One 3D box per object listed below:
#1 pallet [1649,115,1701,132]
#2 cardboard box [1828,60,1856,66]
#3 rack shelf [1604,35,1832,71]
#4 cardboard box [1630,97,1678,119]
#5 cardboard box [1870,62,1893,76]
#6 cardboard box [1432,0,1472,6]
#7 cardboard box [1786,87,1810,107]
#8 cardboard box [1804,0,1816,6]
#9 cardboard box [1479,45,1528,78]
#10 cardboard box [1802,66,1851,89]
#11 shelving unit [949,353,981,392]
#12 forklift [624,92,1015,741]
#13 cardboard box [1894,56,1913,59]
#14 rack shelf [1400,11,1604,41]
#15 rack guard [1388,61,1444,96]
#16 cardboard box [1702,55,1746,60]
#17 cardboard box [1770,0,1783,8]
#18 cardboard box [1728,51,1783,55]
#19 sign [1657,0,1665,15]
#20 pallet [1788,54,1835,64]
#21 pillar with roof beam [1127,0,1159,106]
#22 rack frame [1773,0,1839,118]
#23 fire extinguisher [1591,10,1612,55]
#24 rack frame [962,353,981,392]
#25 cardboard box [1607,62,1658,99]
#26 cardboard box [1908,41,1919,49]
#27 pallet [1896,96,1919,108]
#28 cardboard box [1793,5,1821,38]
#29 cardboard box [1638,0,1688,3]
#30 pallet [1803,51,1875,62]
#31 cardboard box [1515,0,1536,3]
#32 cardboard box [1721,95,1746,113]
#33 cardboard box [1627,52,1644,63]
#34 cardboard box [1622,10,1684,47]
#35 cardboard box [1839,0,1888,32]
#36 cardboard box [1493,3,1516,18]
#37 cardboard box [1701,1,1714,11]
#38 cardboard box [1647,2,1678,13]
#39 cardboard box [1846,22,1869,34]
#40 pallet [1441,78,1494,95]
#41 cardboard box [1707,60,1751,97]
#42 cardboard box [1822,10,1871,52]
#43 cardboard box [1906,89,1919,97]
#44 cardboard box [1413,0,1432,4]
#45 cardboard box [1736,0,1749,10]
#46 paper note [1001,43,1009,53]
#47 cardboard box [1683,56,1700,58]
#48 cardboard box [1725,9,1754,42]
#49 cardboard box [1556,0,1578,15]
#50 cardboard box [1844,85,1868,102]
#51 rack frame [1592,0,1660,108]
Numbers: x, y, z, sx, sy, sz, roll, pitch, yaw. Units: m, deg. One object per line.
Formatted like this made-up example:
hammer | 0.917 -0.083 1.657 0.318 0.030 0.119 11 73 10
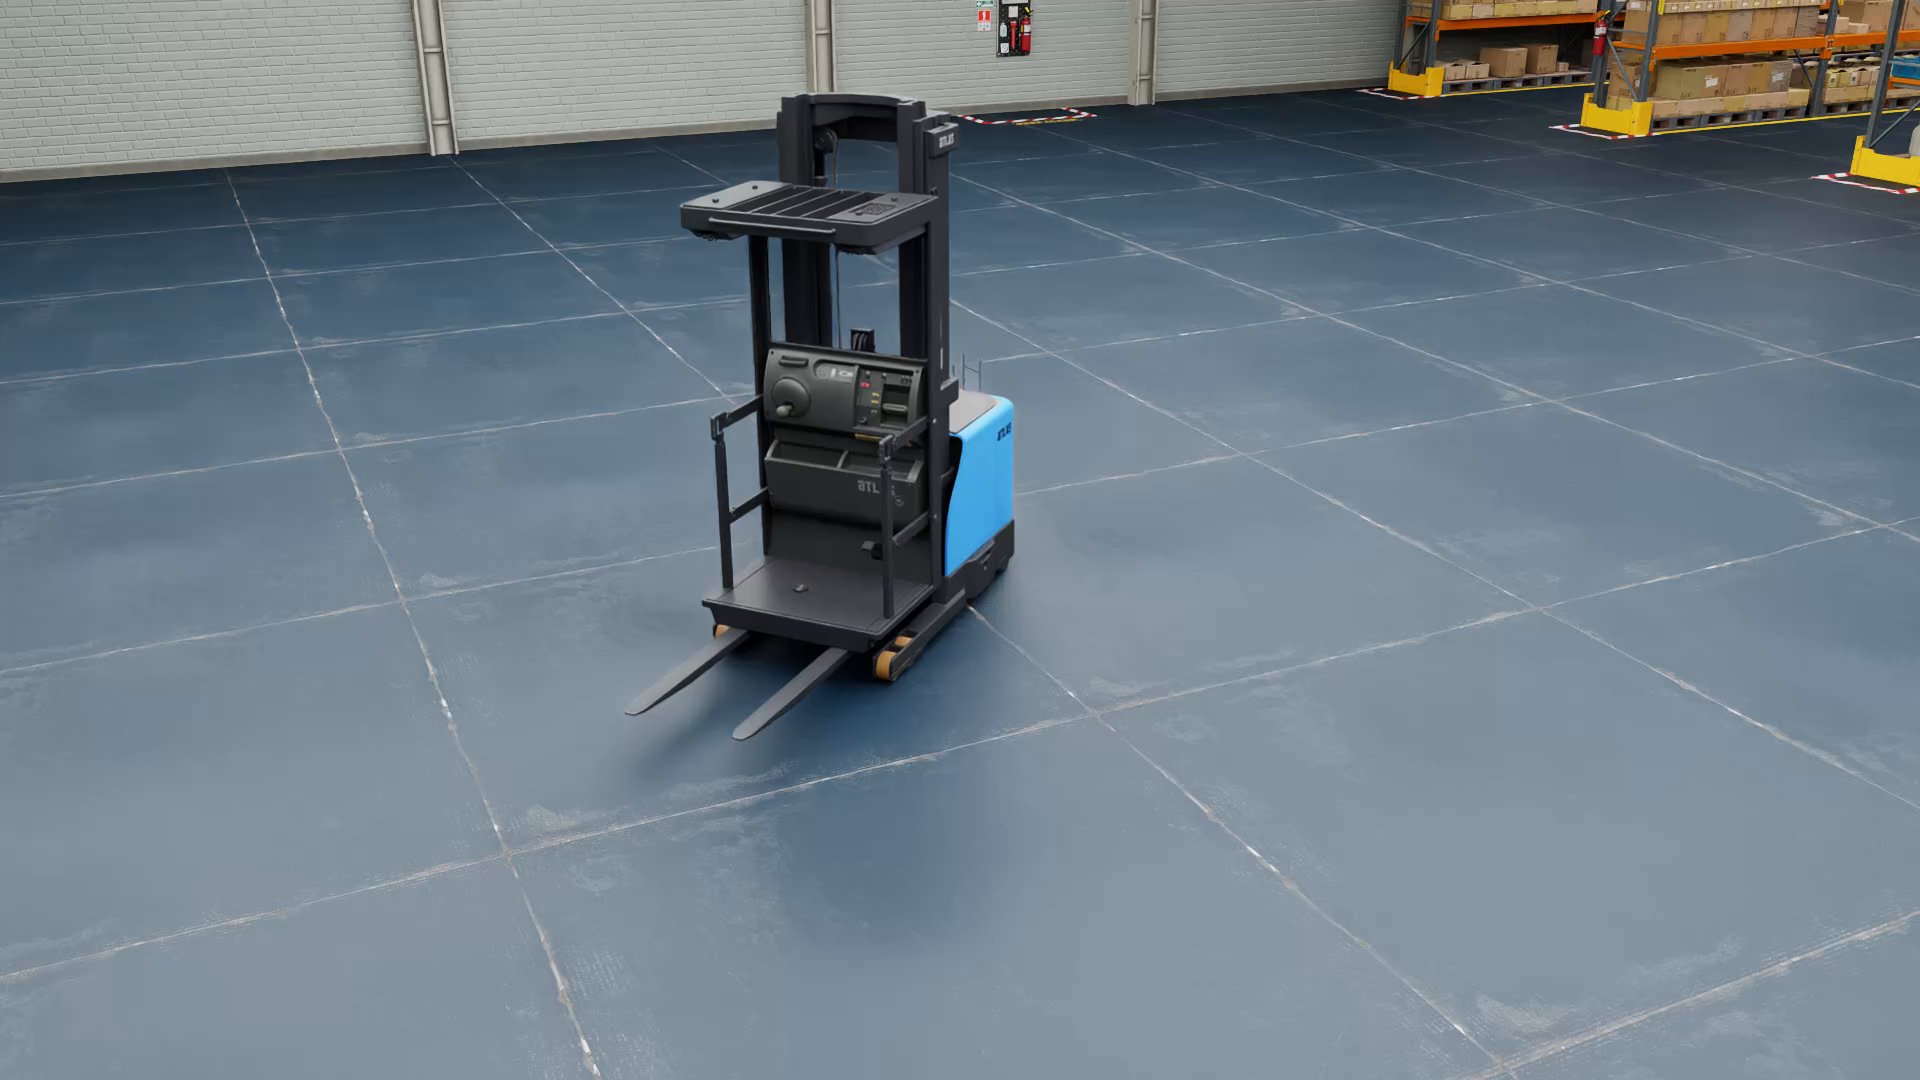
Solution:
pallet | 11.162 -6.815 26.937 1.213 0.211 1.003 -10 25 -24
cardboard box | 15.253 -8.145 28.817 0.500 0.311 0.500 -11 25 -24
rack shelf | 12.294 -7.961 27.002 4.000 0.370 1.077 -10 25 -24
cardboard box | 11.071 -6.898 26.538 0.500 0.250 0.500 -10 25 -24
cardboard box | 15.961 -8.046 28.579 0.500 0.311 0.500 -10 24 -22
cardboard box | 8.900 -9.931 30.008 0.500 0.500 0.500 -10 25 -24
cardboard box | 13.773 -7.397 27.743 0.500 0.250 0.500 -10 25 -24
cardboard box | 13.720 -8.812 27.138 0.250 0.149 0.380 -11 25 -25
cardboard box | 10.199 -9.000 31.263 0.500 0.500 0.700 -12 25 -27
cardboard box | 14.576 -7.791 27.962 0.500 0.311 0.500 -10 25 -23
shelving unit | -0.006 -0.567 10.544 0.189 1.200 0.258 -11 24 -25
forklift | -0.723 -0.781 8.804 1.130 2.935 3.031 10 24 22
cardboard box | 16.631 -8.396 29.424 0.500 0.311 0.500 -11 25 -25
rack shelf | 10.142 -9.668 31.125 4.000 0.370 1.077 -10 25 -24
rack guard | 8.408 -8.526 30.694 0.348 0.500 1.175 -10 25 -24
cardboard box | 12.641 -7.761 27.642 0.500 0.500 0.500 -10 25 -24
cardboard box | 13.026 -8.684 26.829 0.250 0.149 0.380 -11 25 -24
cardboard box | 16.268 -10.273 33.908 0.750 0.750 0.750 -11 25 -24
sign | 10.727 -8.206 25.418 0.005 0.325 0.100 -10 25 -24
pallet | 17.389 -10.013 34.663 1.213 0.211 1.003 -10 25 -24
pillar with roof beam | 5.056 -10.376 24.050 0.400 9.000 9.100 -10 25 -24
rack frame | 14.096 -8.626 27.666 0.127 3.000 1.000 -10 25 -24
fire extinguisher | 10.184 -8.067 26.417 0.183 0.674 0.296 -10 25 -24
rack frame | 0.075 -0.583 10.584 0.006 1.200 0.240 -11 24 -25
cardboard box | 10.846 -7.424 26.828 0.500 0.500 0.500 -10 25 -24
cardboard box | 20.325 -10.869 35.805 0.500 0.500 0.700 -11 25 -24
pallet | 16.941 -7.877 29.505 1.213 0.211 1.003 -10 25 -24
cardboard box | 13.699 -8.596 27.463 0.500 0.500 0.700 -11 25 -25
cardboard box | 10.965 -8.689 25.993 0.500 0.500 0.700 -10 25 -23
pallet | 18.490 -10.217 35.156 1.213 0.211 1.003 -10 25 -24
cardboard box | 10.278 -10.182 30.616 0.500 0.500 0.500 -10 24 -22
cardboard box | 12.423 -7.146 27.138 0.500 0.250 0.500 -10 25 -24
cardboard box | 13.044 -9.611 32.740 0.500 0.500 0.700 -11 25 -25
cardboard box | 10.918 -8.081 26.220 0.500 0.500 0.700 -10 25 -24
cardboard box | 15.269 -8.881 28.152 0.500 0.500 0.500 -9 24 -20
cardboard box | 9.840 -9.754 30.561 0.500 0.250 0.500 -11 25 -24
cardboard box | 11.629 -8.426 26.204 0.250 0.149 0.380 -11 25 -24
cardboard box | 10.938 -8.299 25.898 0.250 0.149 0.380 -11 25 -24
cardboard box | 14.983 -8.586 27.899 0.250 0.149 0.380 -10 25 -24
pallet | 9.156 -8.515 31.045 1.213 0.211 1.003 -10 25 -24
cardboard box | 12.424 -7.492 26.993 0.500 0.500 0.500 -10 25 -24
cardboard box | 18.623 -10.707 34.956 0.750 0.750 0.750 -10 25 -23
cardboard box | 16.414 -7.872 28.892 0.500 0.250 0.500 -10 24 -22
cardboard box | 8.672 -10.106 30.433 0.500 0.500 0.500 -11 25 -24
cardboard box | 12.324 -8.553 26.513 0.250 0.149 0.380 -10 25 -23
paper note | 0.756 -8.278 27.978 0.142 0.148 0.016 -10 25 -24
cardboard box | 14.407 -9.861 33.344 0.500 0.500 0.700 -10 25 -24
cardboard box | 12.311 -8.339 26.843 0.500 0.500 0.700 -10 24 -22
cardboard box | 11.196 -10.009 31.178 0.500 0.250 0.500 -10 25 -23
cardboard box | 15.028 -7.615 28.270 0.500 0.250 0.500 -10 24 -22
rack frame | 10.491 -7.962 26.063 0.127 3.000 1.000 -10 25 -24
